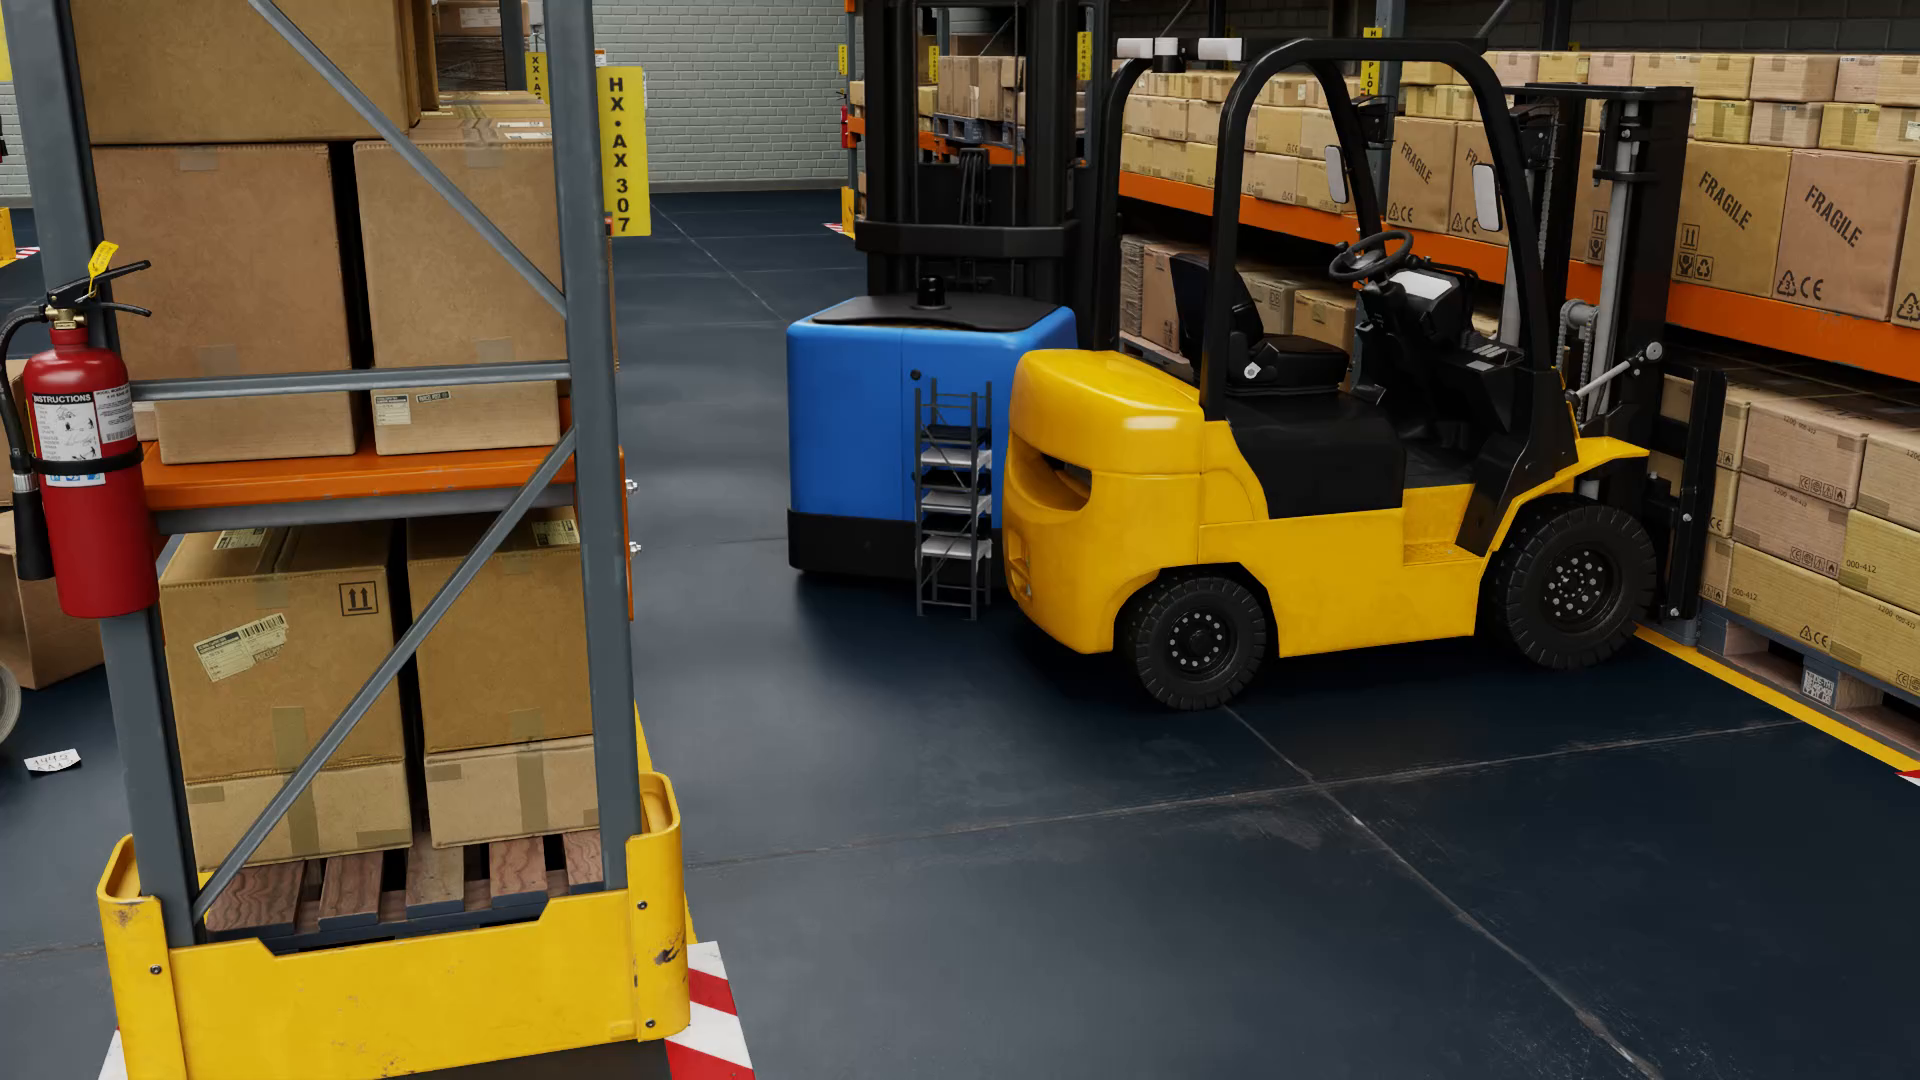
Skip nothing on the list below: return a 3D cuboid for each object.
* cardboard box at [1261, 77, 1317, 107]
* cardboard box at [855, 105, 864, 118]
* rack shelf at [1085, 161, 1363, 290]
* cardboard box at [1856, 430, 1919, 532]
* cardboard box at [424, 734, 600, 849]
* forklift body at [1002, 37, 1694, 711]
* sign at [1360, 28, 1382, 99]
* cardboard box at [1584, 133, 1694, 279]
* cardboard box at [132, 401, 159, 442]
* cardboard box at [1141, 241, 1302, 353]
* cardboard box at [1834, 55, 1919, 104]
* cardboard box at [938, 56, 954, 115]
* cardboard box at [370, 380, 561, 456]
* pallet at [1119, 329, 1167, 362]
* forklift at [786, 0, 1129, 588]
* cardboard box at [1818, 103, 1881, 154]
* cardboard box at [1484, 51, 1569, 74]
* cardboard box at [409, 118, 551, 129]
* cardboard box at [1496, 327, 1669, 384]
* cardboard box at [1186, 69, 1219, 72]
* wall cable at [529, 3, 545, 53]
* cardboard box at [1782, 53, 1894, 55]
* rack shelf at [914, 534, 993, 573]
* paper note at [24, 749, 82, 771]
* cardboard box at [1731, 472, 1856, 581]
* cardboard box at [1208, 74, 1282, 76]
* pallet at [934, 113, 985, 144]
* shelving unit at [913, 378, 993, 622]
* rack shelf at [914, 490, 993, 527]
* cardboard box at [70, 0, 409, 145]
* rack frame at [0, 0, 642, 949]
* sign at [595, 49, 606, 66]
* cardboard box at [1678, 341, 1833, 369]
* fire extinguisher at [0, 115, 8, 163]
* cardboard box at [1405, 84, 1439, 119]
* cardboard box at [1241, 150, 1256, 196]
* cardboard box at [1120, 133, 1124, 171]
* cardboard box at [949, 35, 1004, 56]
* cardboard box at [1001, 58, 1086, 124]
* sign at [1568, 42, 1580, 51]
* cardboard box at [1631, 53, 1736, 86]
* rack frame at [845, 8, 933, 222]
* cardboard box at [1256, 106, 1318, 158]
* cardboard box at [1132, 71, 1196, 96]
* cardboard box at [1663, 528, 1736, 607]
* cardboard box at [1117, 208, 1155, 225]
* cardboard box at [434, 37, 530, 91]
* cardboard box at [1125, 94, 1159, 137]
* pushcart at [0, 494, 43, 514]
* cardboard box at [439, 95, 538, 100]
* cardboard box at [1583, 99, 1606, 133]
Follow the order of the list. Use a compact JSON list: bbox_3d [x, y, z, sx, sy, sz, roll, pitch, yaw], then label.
[{"bbox_3d":[1.872,-2.444,9.075,0.380,0.149,0.250,-5,18,-17],"label":"cardboard box"},{"bbox_3d":[-0.988,-4.891,18.958,0.380,0.149,0.250,-5,17,-16],"label":"cardboard box"},{"bbox_3d":[1.934,-2.014,10.192,1.077,0.370,4.000,-5,17,-15],"label":"rack shelf"},{"bbox_3d":[3.157,-0.164,5.097,0.500,0.250,0.500,-4,17,-13],"label":"cardboard box"},{"bbox_3d":[-1.144,0.566,4.404,0.500,0.250,0.500,-5,17,-16],"label":"cardboard box"},{"bbox_3d":[1.308,-0.672,5.951,2.313,2.155,1.214,-5,17,-15],"label":"forklift body"},{"bbox_3d":[1.965,-2.276,7.940,0.100,0.325,0.005,-5,17,-15],"label":"sign"},{"bbox_3d":[2.772,-1.286,6.345,0.500,0.500,0.500,-5,17,-15],"label":"cardboard box"},{"bbox_3d":[-1.673,-0.333,3.782,0.380,0.149,0.250,-5,17,-16],"label":"cardboard box"},{"bbox_3d":[1.730,-1.621,11.034,0.875,0.625,0.625,-4,17,-13],"label":"cardboard box"},{"bbox_3d":[3.089,-1.493,5.389,0.380,0.149,0.250,-5,17,-15],"label":"cardboard box"},{"bbox_3d":[0.203,-4.115,15.034,0.700,0.500,0.500,-4,17,-14],"label":"cardboard box"},{"bbox_3d":[-1.083,-0.295,3.657,0.380,0.149,0.250,-5,17,-15],"label":"cardboard box"},{"bbox_3d":[1.573,-1.345,11.563,1.003,0.211,1.213,-5,17,-15],"label":"pallet"},{"bbox_3d":[0.194,-1.595,7.669,1.130,2.935,3.031,5,17,15],"label":"forklift"},{"bbox_3d":[3.050,-1.345,5.415,0.380,0.149,0.250,-5,17,-16],"label":"cardboard box"},{"bbox_3d":[2.523,-2.059,7.275,0.380,0.149,0.250,-5,17,-16],"label":"cardboard box"},{"bbox_3d":[-1.197,-0.791,4.182,0.500,0.500,0.500,-4,17,-14],"label":"cardboard box"},{"bbox_3d":[2.594,-0.730,6.981,0.500,0.250,0.500,-4,17,-13],"label":"cardboard box"},{"bbox_3d":[1.668,-3.196,11.576,0.380,0.149,0.250,-4,17,-13],"label":"cardboard box"},{"bbox_3d":[-5.797,-6.891,23.411,0.588,1.984,0.122,-5,17,-15],"label":"wall cable"},{"bbox_3d":[3.298,-1.739,6.210,0.380,0.149,0.250,-5,17,-15],"label":"cardboard box"},{"bbox_3d":[-0.024,0.050,6.461,0.258,0.077,0.200,5,17,15],"label":"rack shelf"},{"bbox_3d":[-2.805,0.678,5.141,0.142,0.019,0.148,-12,20,-34],"label":"paper note"},{"bbox_3d":[3.021,-0.072,5.657,0.500,0.250,0.500,-5,17,-16],"label":"cardboard box"},{"bbox_3d":[1.718,-2.738,10.052,0.380,0.149,0.250,-5,17,-15],"label":"cardboard box"},{"bbox_3d":[0.400,-3.696,14.877,1.003,0.211,1.213,-5,17,-15],"label":"pallet"},{"bbox_3d":[-0.024,-0.154,6.400,0.258,0.900,0.210,5,17,15],"label":"shelving unit"},{"bbox_3d":[-0.024,-0.122,6.410,0.258,0.077,0.200,5,17,15],"label":"rack shelf"},{"bbox_3d":[-1.539,-1.098,3.465,0.700,0.500,0.500,-5,17,-17],"label":"cardboard box"},{"bbox_3d":[-1.189,-0.305,3.253,1.000,3.000,0.127,-5,17,-15],"label":"rack frame"},{"bbox_3d":[-5.208,-6.863,23.649,0.339,0.242,0.001,-5,17,-15],"label":"sign"},{"bbox_3d":[3.231,-0.629,6.643,0.500,0.250,0.500,-5,17,-16],"label":"cardboard box"},{"bbox_3d":[-9.943,-4.202,17.009,0.296,0.674,0.183,-5,17,-15],"label":"fire extinguisher"},{"bbox_3d":[2.318,-2.054,7.776,0.380,0.149,0.250,-5,17,-16],"label":"cardboard box"},{"bbox_3d":[1.843,-2.130,9.590,0.500,0.250,0.500,-5,17,-15],"label":"cardboard box"},{"bbox_3d":[1.271,-2.697,11.479,0.500,0.250,0.500,-5,17,-15],"label":"cardboard box"},{"bbox_3d":[0.132,-4.880,16.926,0.500,0.500,0.500,-5,17,-17],"label":"cardboard box"},{"bbox_3d":[0.758,-3.599,13.309,0.797,0.503,0.637,-5,17,-17],"label":"cardboard box"},{"bbox_3d":[3.017,-2.302,8.258,0.100,0.325,0.005,-5,17,-15],"label":"sign"},{"bbox_3d":[2.802,-1.777,6.334,0.380,0.149,0.250,-5,17,-15],"label":"cardboard box"},{"bbox_3d":[-0.814,-5.124,19.297,1.000,3.000,0.127,-5,17,-15],"label":"rack frame"},{"bbox_3d":[1.955,-2.230,9.053,0.500,0.250,0.500,-5,17,-17],"label":"cardboard box"},{"bbox_3d":[1.359,-3.016,10.976,0.380,0.149,0.250,-4,17,-14],"label":"cardboard box"},{"bbox_3d":[2.894,0.035,6.171,0.500,0.250,0.500,-5,17,-15],"label":"cardboard box"},{"bbox_3d":[1.348,-2.533,13.158,0.380,0.149,0.250,-4,17,-15],"label":"cardboard box"},{"bbox_3d":[-2.141,-1.955,7.326,0.500,0.500,0.500,-4,17,-14],"label":"cardboard box"},{"bbox_3d":[1.408,-2.798,10.945,0.500,0.250,0.500,-4,17,-14],"label":"cardboard box"},{"bbox_3d":[-4.466,0.039,6.668,1.648,0.377,0.936,-12,20,-34],"label":"pushcart"},{"bbox_3d":[-1.779,-1.357,6.064,0.500,0.500,0.500,-4,17,-13],"label":"cardboard box"},{"bbox_3d":[2.642,-1.698,6.590,0.380,0.149,0.250,-5,18,-17],"label":"cardboard box"}]
